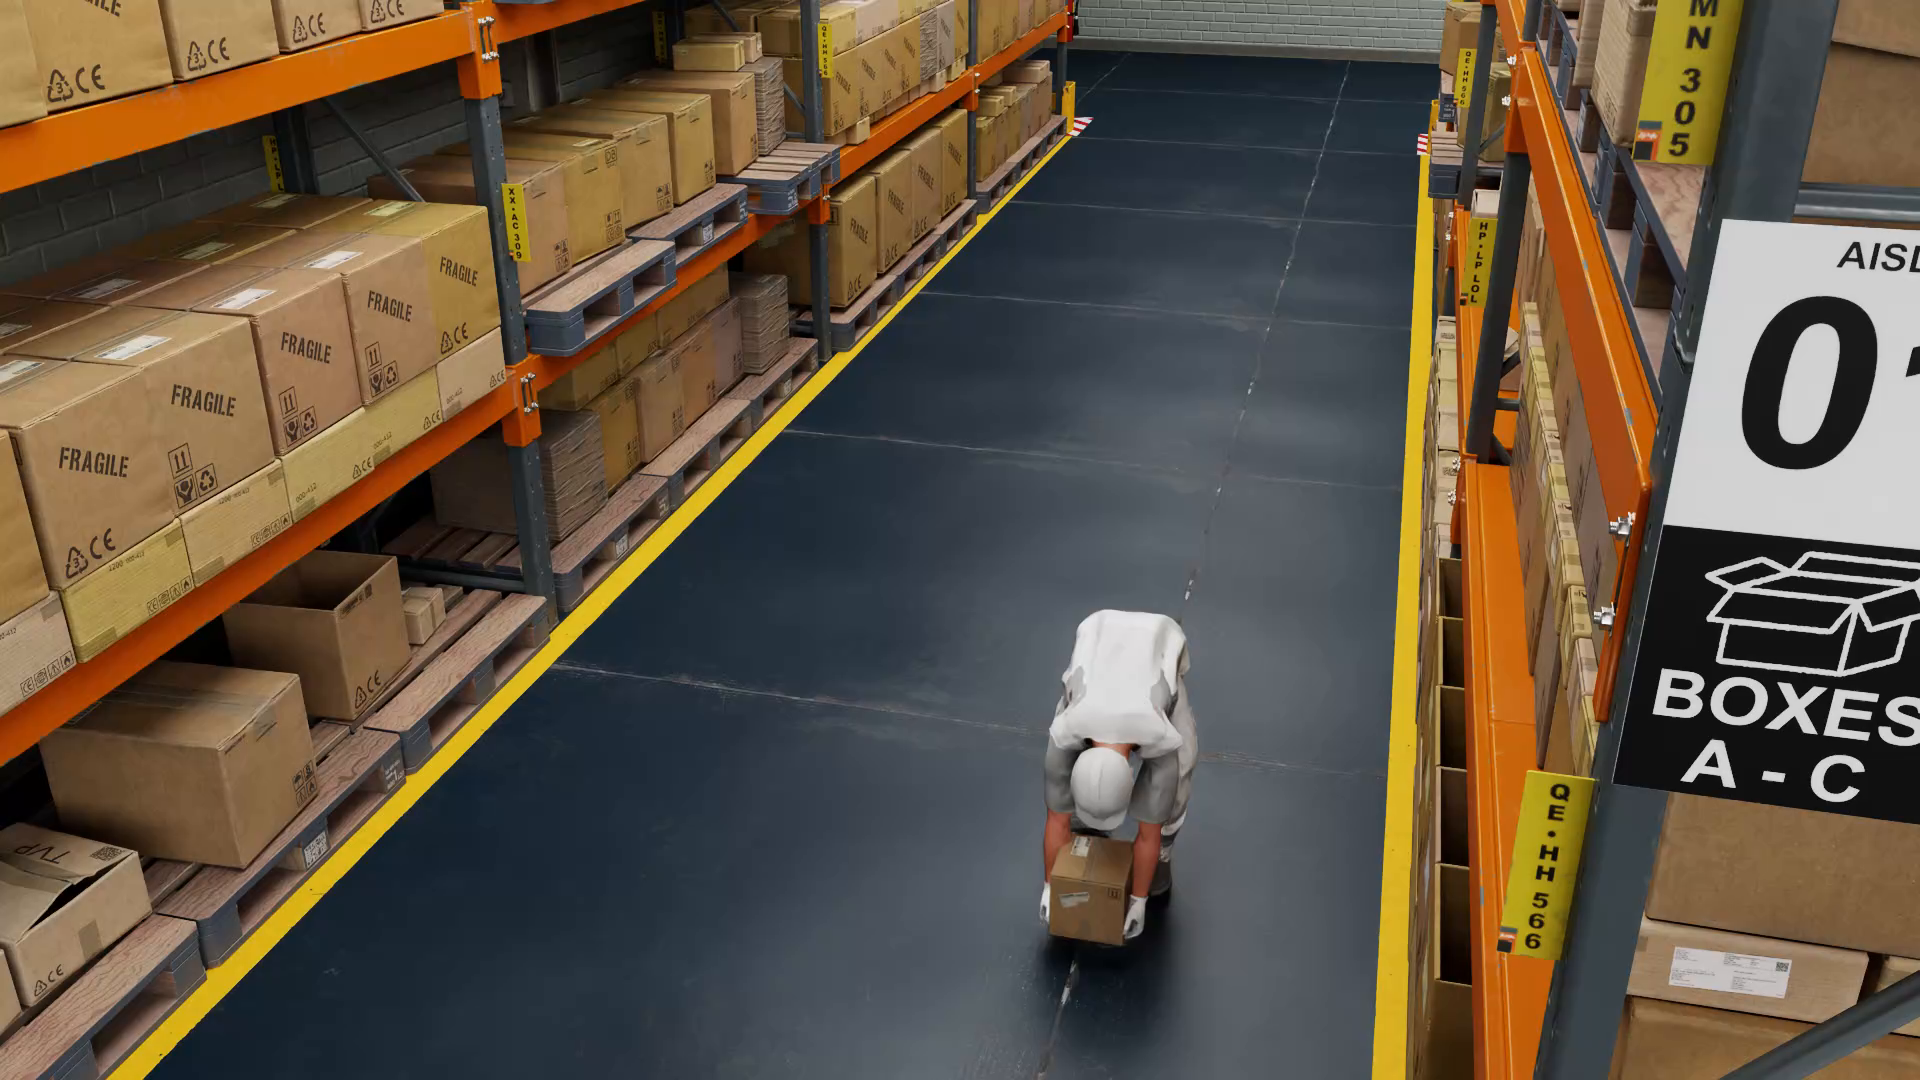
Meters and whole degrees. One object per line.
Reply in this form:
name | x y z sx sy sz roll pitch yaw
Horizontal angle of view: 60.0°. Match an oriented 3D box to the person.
person | 0.551 0.825 5.729 0.523 1.010 0.953 5 26 11
